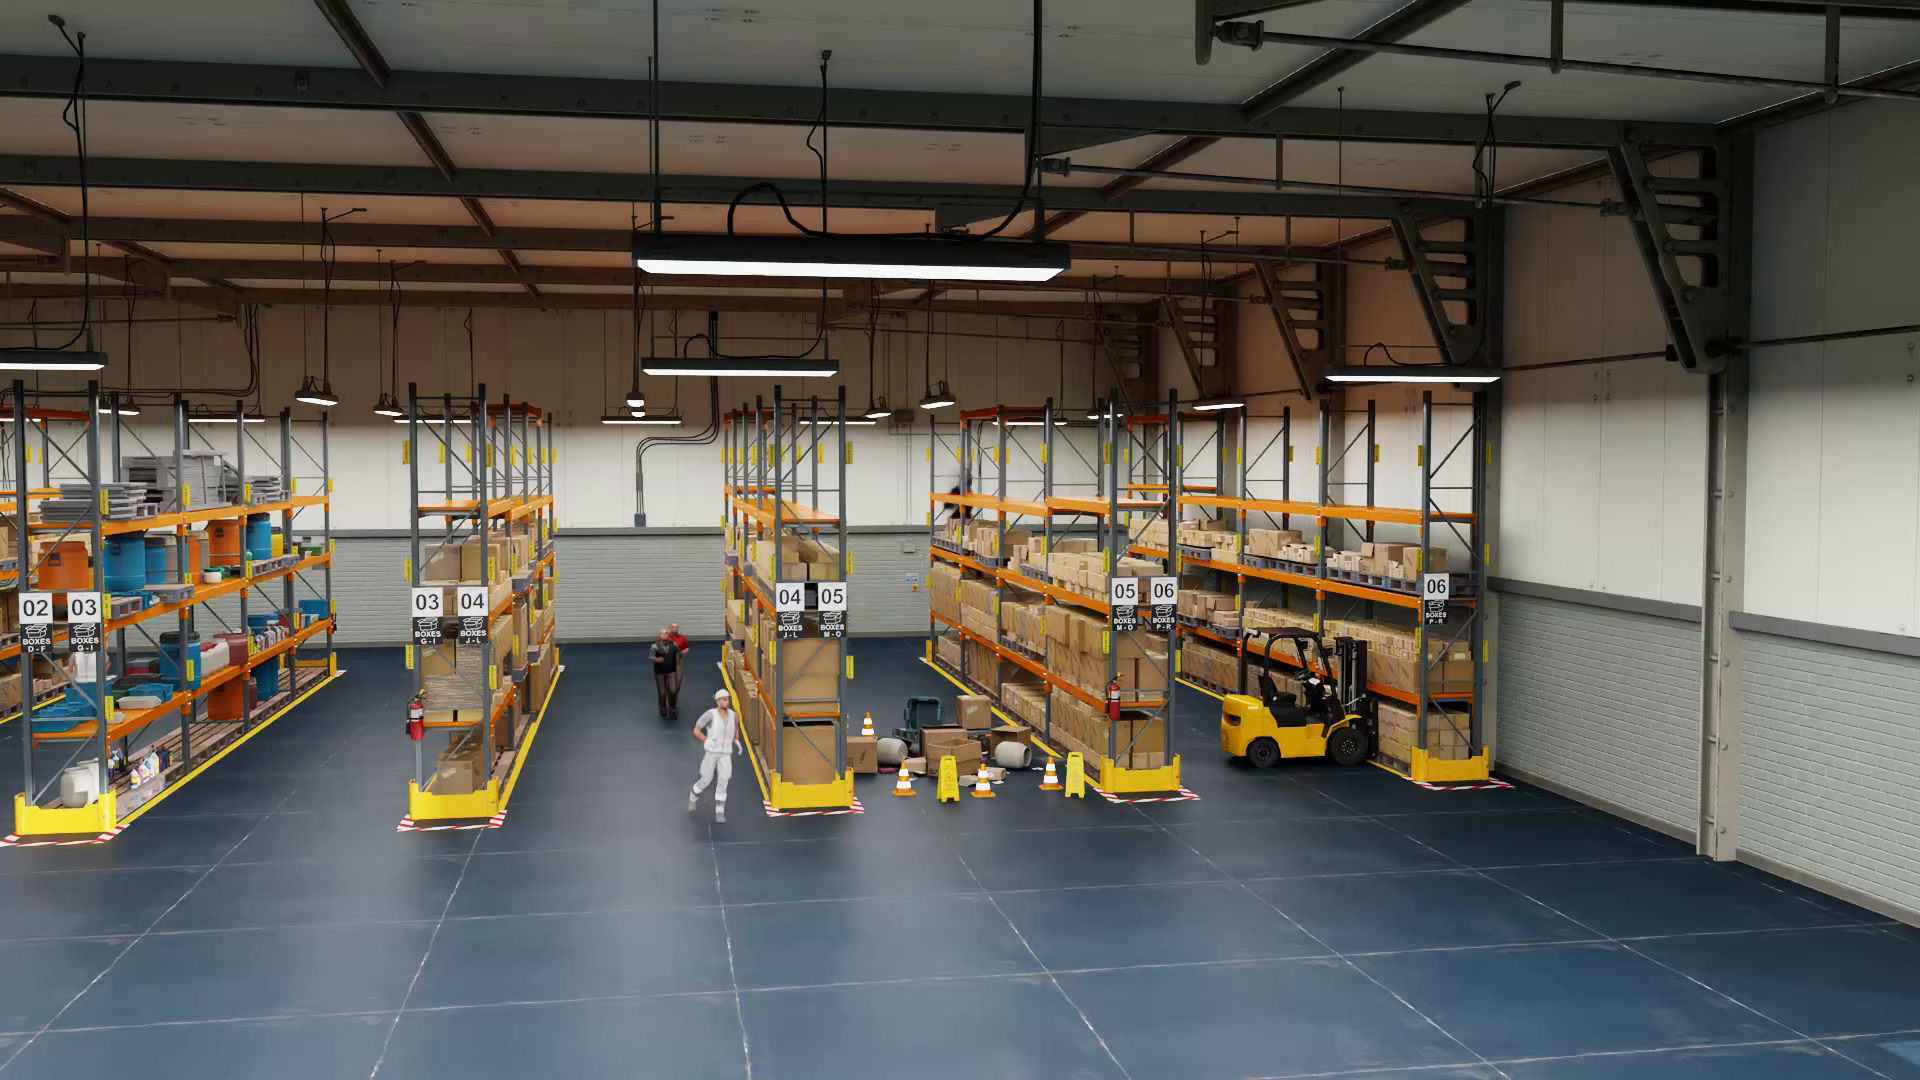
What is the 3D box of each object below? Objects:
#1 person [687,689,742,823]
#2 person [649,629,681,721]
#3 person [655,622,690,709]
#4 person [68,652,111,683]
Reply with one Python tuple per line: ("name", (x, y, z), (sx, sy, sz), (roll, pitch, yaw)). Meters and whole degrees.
("person", (-3.308, 2.942, 22.924), (0.717, 1.756, 0.985), (-2, 3, -30))
("person", (-5.573, 2.559, 31.492), (0.632, 1.770, 0.756), (-1, 3, -16))
("person", (-5.656, 2.484, 32.842), (0.652, 1.718, 0.653), (-1, 3, -25))
("person", (-15.789, 2.592, 30.116), (0.662, 1.767, 0.633), (-1, 3, -19))
